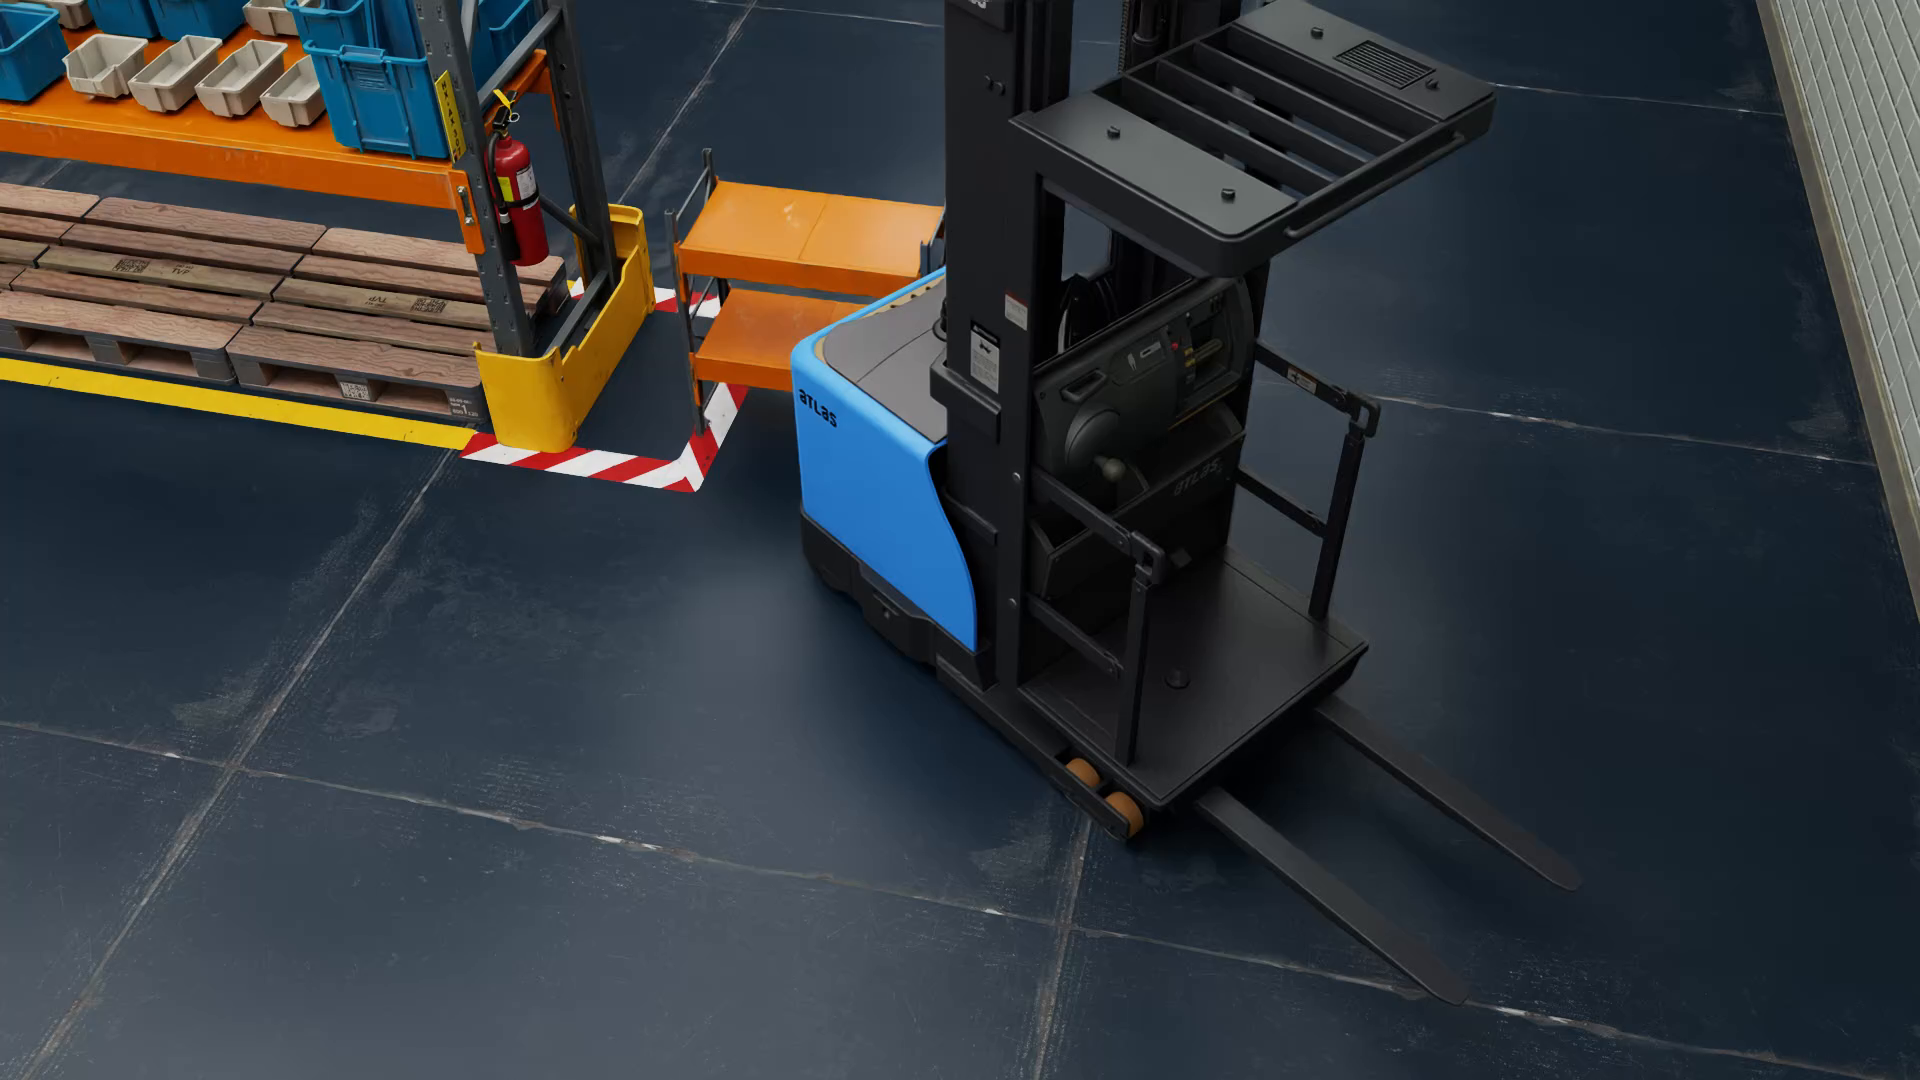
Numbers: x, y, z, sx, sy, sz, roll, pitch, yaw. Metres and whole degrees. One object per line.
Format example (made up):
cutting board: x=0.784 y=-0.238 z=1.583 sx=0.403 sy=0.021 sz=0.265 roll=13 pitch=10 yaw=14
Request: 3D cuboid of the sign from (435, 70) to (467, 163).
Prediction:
sign: x=-1.858 y=-1.544 z=6.073 sx=0.005 sy=0.325 sz=0.100 roll=9 pitch=45 yaw=9

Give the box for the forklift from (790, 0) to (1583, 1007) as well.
forklift: x=0.732 y=-0.435 z=5.089 sx=1.130 sy=2.935 sz=3.031 roll=-32 pitch=52 yaw=-29

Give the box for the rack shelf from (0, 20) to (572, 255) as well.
rack shelf: x=-3.706 y=-1.904 z=7.083 sx=4.000 sy=0.370 sz=1.077 roll=9 pitch=45 yaw=9

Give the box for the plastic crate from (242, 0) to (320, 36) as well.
plastic crate: x=-2.880 y=-2.254 z=7.076 sx=0.298 sy=0.136 sz=0.250 roll=9 pitch=45 yaw=9

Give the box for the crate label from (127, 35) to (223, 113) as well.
crate label: x=-3.146 y=-1.867 z=6.673 sx=0.243 sy=0.136 sz=0.396 roll=9 pitch=45 yaw=9

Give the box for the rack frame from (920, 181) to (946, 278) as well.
rack frame: x=-0.086 y=-0.878 z=6.851 sx=0.032 sy=1.125 sz=0.500 roll=8 pitch=45 yaw=9

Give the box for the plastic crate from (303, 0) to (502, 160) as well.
plastic crate: x=-2.122 y=-1.819 z=6.408 sx=0.499 sy=0.435 sz=0.616 roll=9 pitch=45 yaw=9

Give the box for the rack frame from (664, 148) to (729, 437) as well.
rack frame: x=-1.080 y=-1.026 z=7.005 sx=0.032 sy=1.125 sz=0.500 roll=8 pitch=45 yaw=9

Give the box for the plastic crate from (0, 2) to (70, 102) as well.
plastic crate: x=-3.814 y=-1.959 z=6.699 sx=0.300 sy=0.233 sz=0.416 roll=9 pitch=45 yaw=9

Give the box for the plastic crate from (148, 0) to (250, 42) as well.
plastic crate: x=-3.208 y=-2.281 z=7.034 sx=0.300 sy=0.233 sz=0.416 roll=9 pitch=45 yaw=9

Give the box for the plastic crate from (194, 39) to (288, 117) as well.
plastic crate: x=-2.869 y=-1.841 z=6.647 sx=0.243 sy=0.136 sz=0.396 roll=9 pitch=45 yaw=9

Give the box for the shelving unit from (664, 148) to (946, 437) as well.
shelving unit: x=-0.583 y=-0.952 z=6.928 sx=1.048 sy=1.125 sz=0.538 roll=8 pitch=45 yaw=9

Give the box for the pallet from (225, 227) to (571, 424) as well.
pallet: x=-2.550 y=-1.006 z=7.643 sx=1.213 sy=0.211 sz=1.003 roll=9 pitch=45 yaw=9

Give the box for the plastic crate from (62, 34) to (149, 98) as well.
plastic crate: x=-3.439 y=-1.899 z=6.707 sx=0.250 sy=0.136 sz=0.298 roll=9 pitch=45 yaw=9

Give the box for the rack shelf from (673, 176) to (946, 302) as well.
rack shelf: x=-0.583 y=-1.163 z=6.725 sx=1.000 sy=0.278 sz=0.538 roll=8 pitch=45 yaw=9

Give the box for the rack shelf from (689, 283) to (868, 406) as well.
rack shelf: x=-0.583 y=-0.776 z=7.097 sx=1.000 sy=0.278 sz=0.538 roll=8 pitch=45 yaw=9

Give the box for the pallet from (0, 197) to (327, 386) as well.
pallet: x=-3.737 y=-1.193 z=7.837 sx=1.213 sy=0.211 sz=1.003 roll=9 pitch=45 yaw=9

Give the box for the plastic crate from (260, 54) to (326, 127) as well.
plastic crate: x=-2.590 y=-1.787 z=6.591 sx=0.243 sy=0.136 sz=0.396 roll=9 pitch=45 yaw=9

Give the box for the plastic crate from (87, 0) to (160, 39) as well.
plastic crate: x=-3.501 y=-2.326 z=7.081 sx=0.300 sy=0.233 sz=0.416 roll=9 pitch=45 yaw=9

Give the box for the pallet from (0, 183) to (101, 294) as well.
pallet: x=-4.932 y=-1.376 z=8.027 sx=1.213 sy=0.211 sz=1.003 roll=9 pitch=45 yaw=9

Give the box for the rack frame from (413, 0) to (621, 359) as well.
rack frame: x=-1.754 y=-1.860 z=6.519 sx=0.127 sy=3.000 sz=1.000 roll=9 pitch=45 yaw=9

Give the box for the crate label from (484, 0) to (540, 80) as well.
crate label: x=-1.923 y=-2.081 z=6.827 sx=0.303 sy=0.233 sz=0.416 roll=9 pitch=45 yaw=9

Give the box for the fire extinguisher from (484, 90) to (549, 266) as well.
fire extinguisher: x=-1.706 y=-1.367 z=6.332 sx=0.183 sy=0.674 sz=0.296 roll=9 pitch=45 yaw=9

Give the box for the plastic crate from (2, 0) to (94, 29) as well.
plastic crate: x=-3.893 y=-2.332 z=7.157 sx=0.466 sy=0.136 sz=0.293 roll=9 pitch=45 yaw=9

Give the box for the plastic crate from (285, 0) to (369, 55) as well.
plastic crate: x=-2.566 y=-2.181 z=6.930 sx=0.300 sy=0.233 sz=0.416 roll=9 pitch=45 yaw=9

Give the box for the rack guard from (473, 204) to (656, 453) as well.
rack guard: x=-1.728 y=-0.964 z=7.391 sx=0.348 sy=0.500 sz=1.175 roll=9 pitch=45 yaw=9

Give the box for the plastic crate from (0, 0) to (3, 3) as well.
plastic crate: x=-4.208 y=-2.089 z=6.799 sx=0.530 sy=0.282 sz=0.437 roll=9 pitch=45 yaw=9
